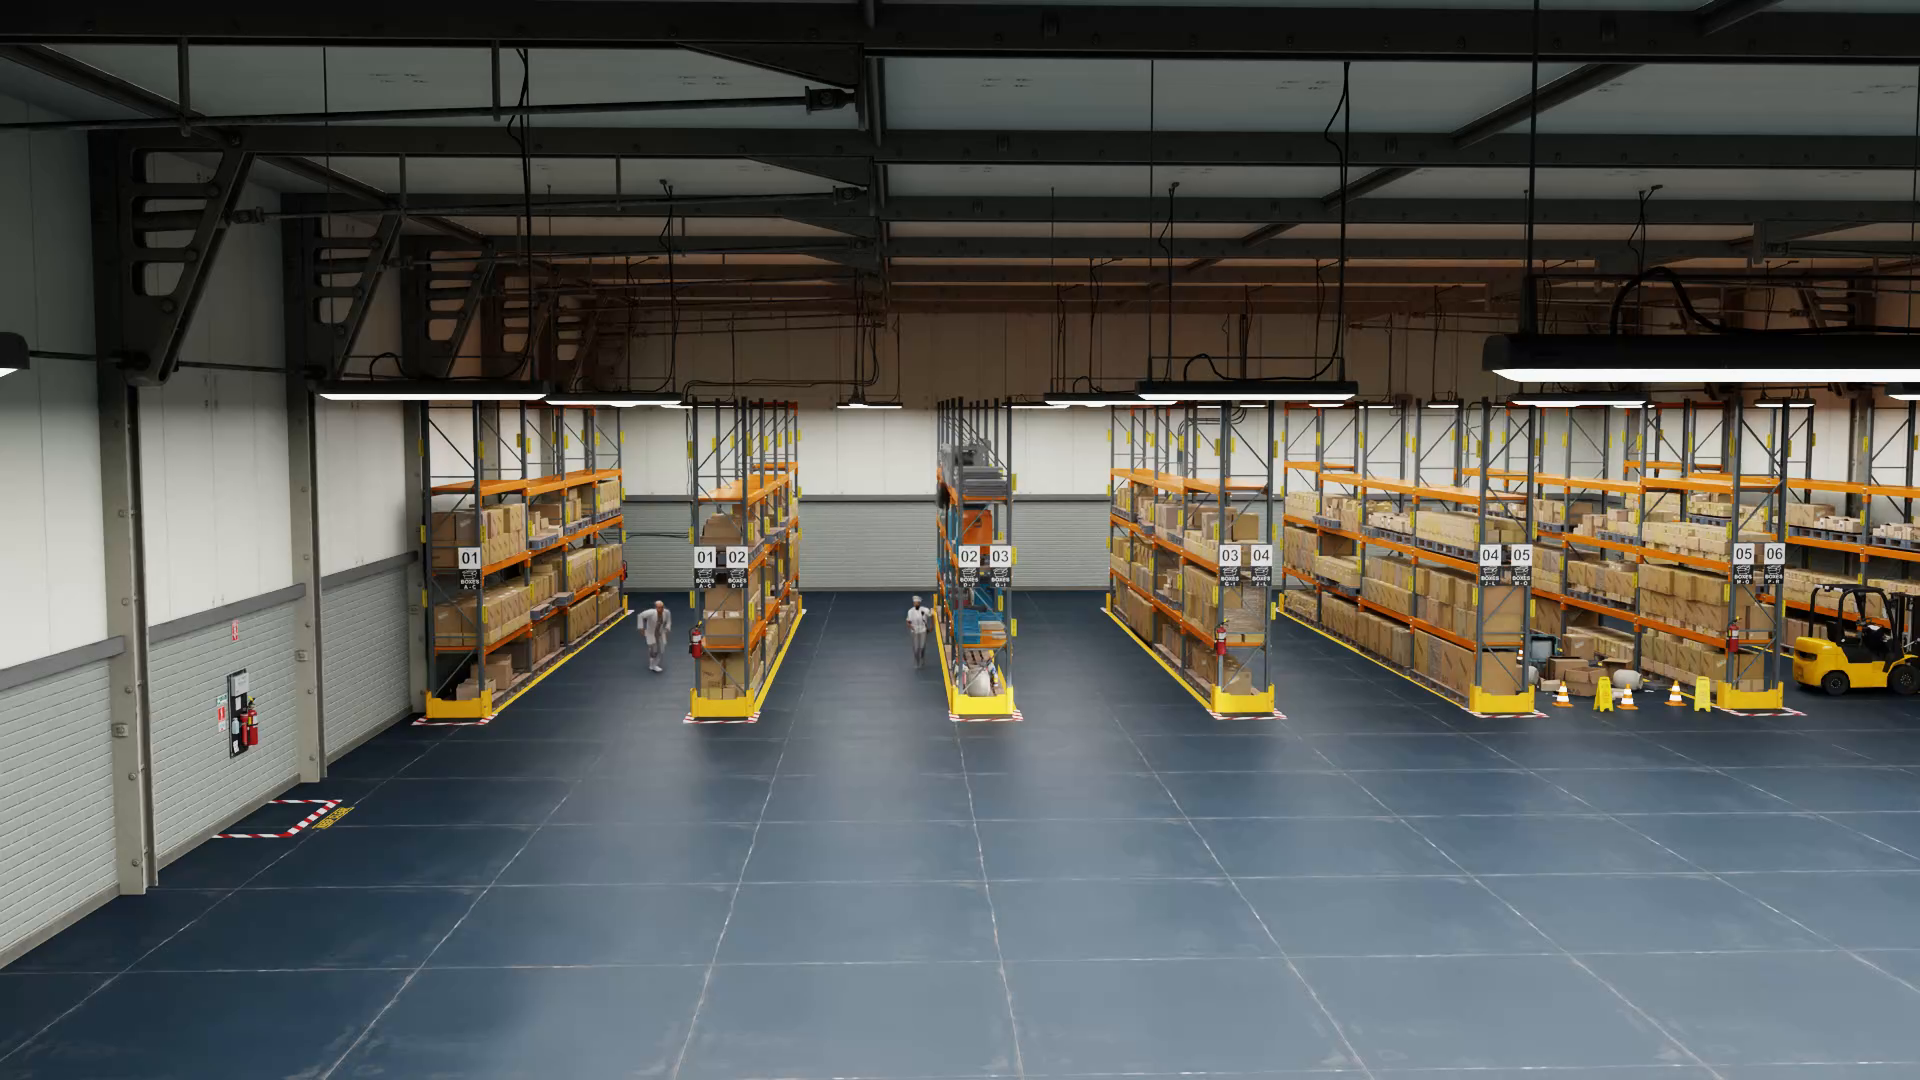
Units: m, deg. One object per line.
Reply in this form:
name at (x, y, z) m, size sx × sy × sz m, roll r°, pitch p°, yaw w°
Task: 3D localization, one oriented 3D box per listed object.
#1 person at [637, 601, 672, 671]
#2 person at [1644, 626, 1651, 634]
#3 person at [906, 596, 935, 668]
person at (-6.721, 2.111, 36.569) m, size 0.742 × 1.595 × 0.878 m, roll -2°, pitch 5°, yaw -26°
person at (16.888, 1.743, 40.357) m, size 0.660 × 1.739 × 0.827 m, roll -1°, pitch 5°, yaw -12°
person at (-0.888, 2.052, 36.815) m, size 0.602 × 1.632 × 0.734 m, roll 1°, pitch 4°, yaw 8°
